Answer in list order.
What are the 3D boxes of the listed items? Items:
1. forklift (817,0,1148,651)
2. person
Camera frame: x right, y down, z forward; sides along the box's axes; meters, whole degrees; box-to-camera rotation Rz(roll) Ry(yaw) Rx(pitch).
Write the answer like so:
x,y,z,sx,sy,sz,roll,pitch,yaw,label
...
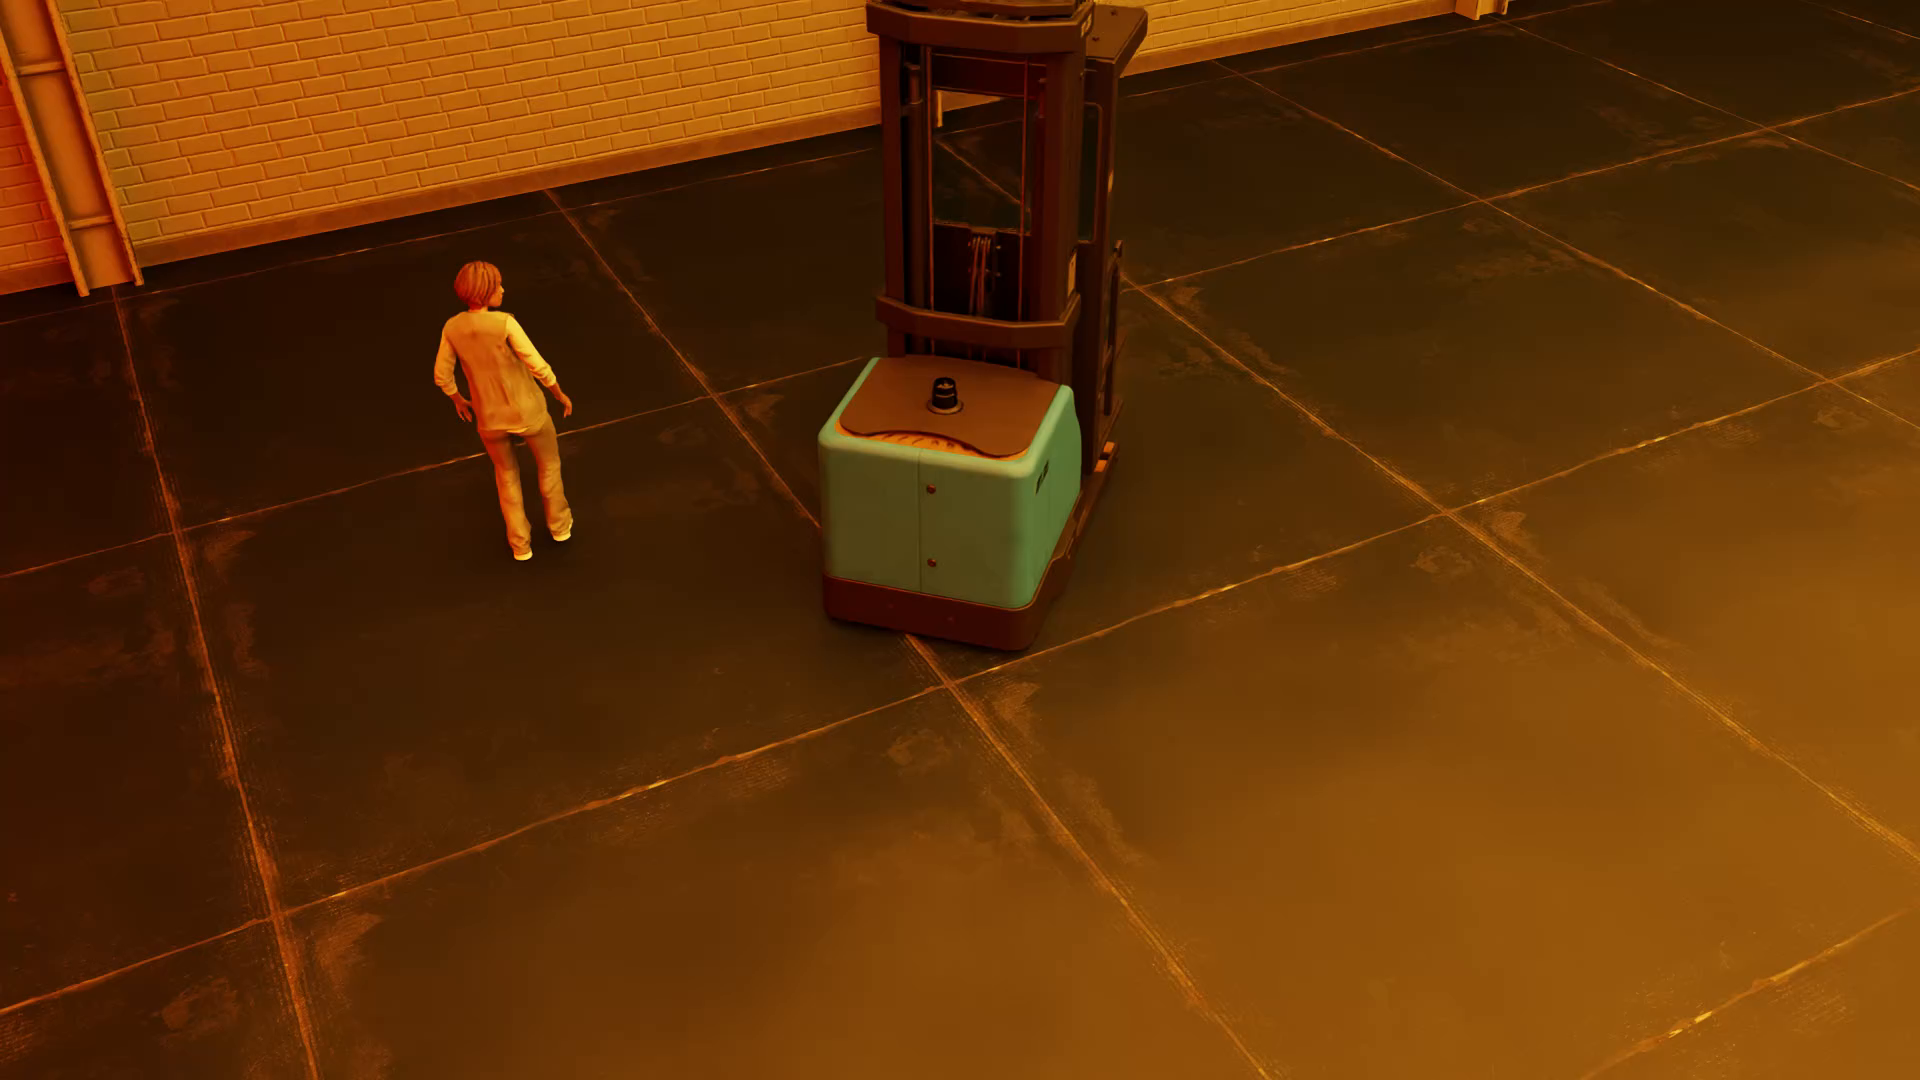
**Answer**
x,y,z,sx,sy,sz,roll,pitch,yaw,label
0.253,-1.527,8.283,1.130,2.935,3.031,10,36,14,forklift
-2.225,-0.643,8.209,0.623,1.579,0.453,-1,35,-1,person
